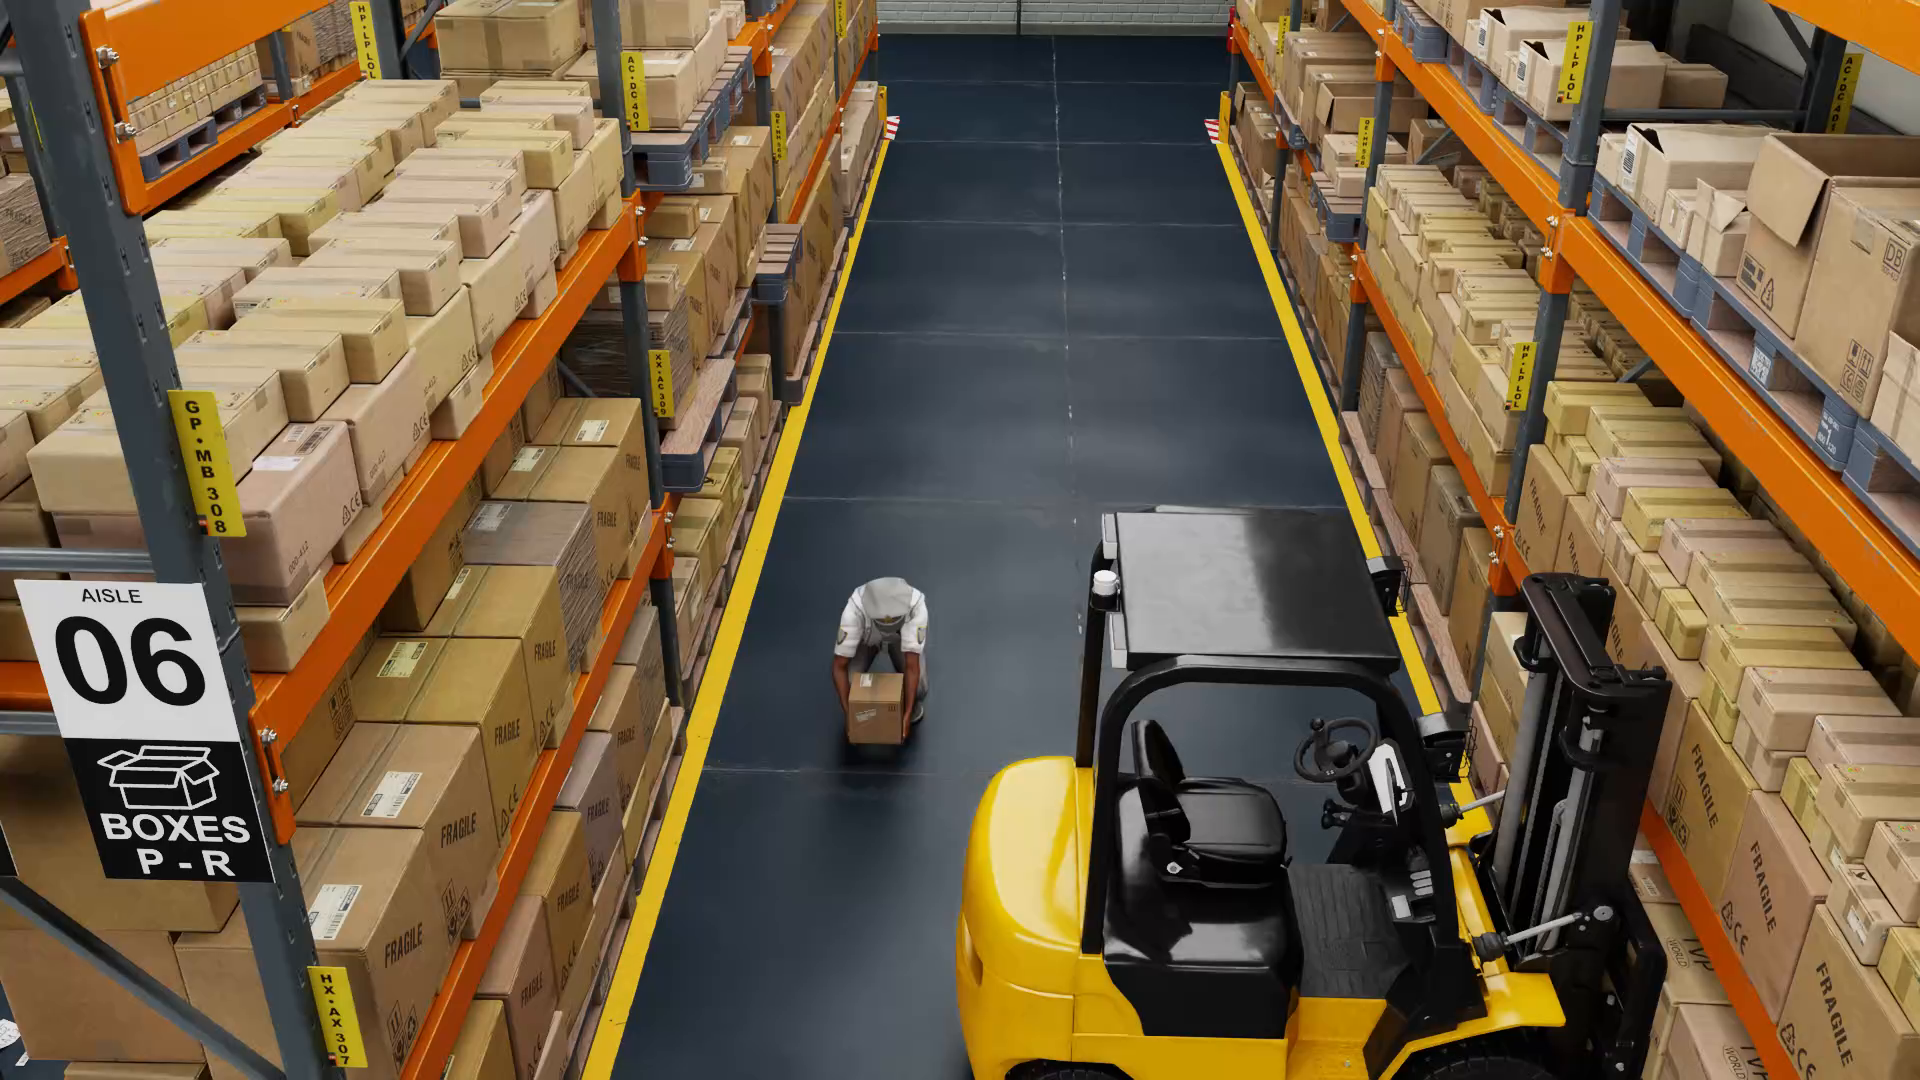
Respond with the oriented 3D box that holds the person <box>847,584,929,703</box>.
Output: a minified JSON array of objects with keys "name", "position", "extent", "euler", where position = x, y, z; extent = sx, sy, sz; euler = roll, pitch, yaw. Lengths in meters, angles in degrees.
[{"name":"person","position":[-0.383,0.506,8.516],"extent":[0.465,0.793,0.579],"euler":[1,28,1]}]
